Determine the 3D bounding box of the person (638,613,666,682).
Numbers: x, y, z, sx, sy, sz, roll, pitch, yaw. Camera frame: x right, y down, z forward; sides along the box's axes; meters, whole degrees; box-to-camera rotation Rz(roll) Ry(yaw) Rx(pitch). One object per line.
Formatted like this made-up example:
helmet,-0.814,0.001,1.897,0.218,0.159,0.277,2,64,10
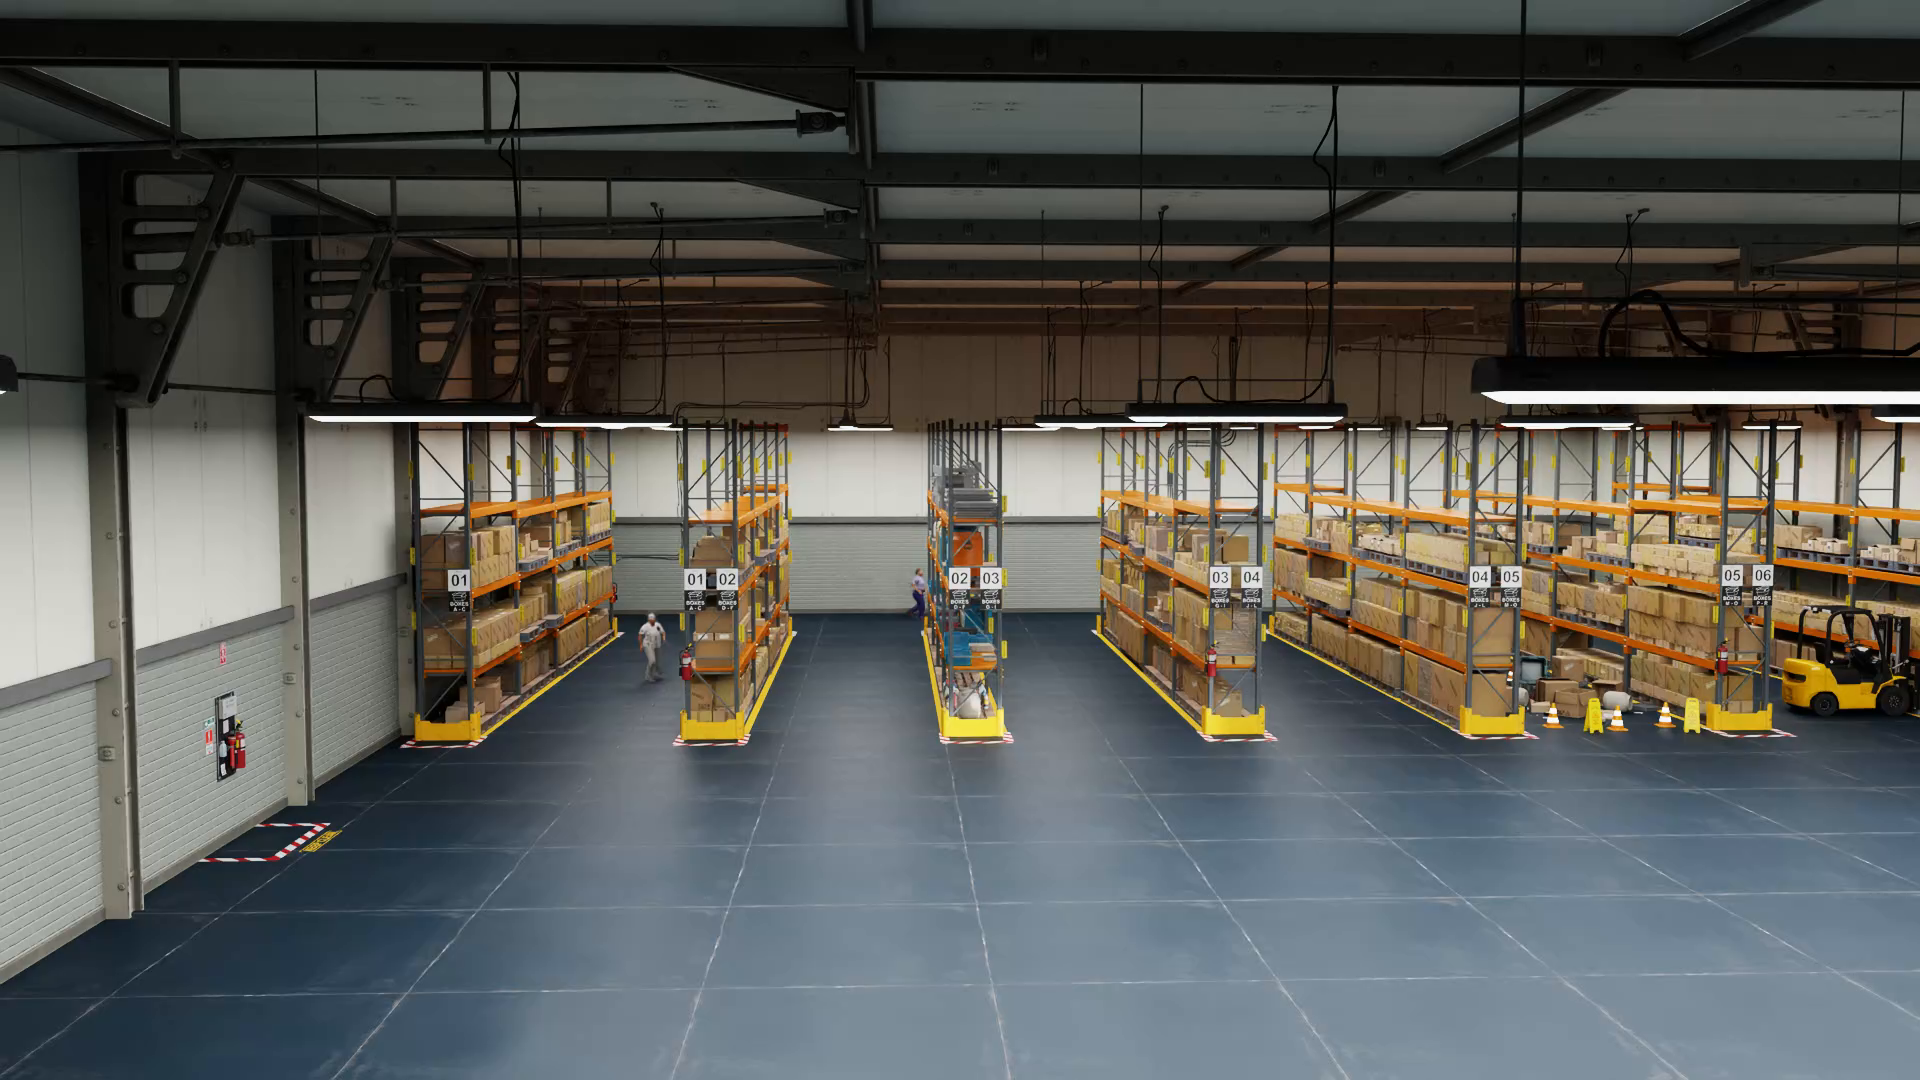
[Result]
person,-7.072,2.499,38.539,0.628,1.636,0.782,-4,5,-44

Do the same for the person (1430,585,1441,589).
person,14.614,1.558,50.828,0.989,1.768,0.663,-1,4,-18

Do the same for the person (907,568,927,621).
person,-1.300,1.674,50.858,0.622,1.611,0.615,1,4,13
